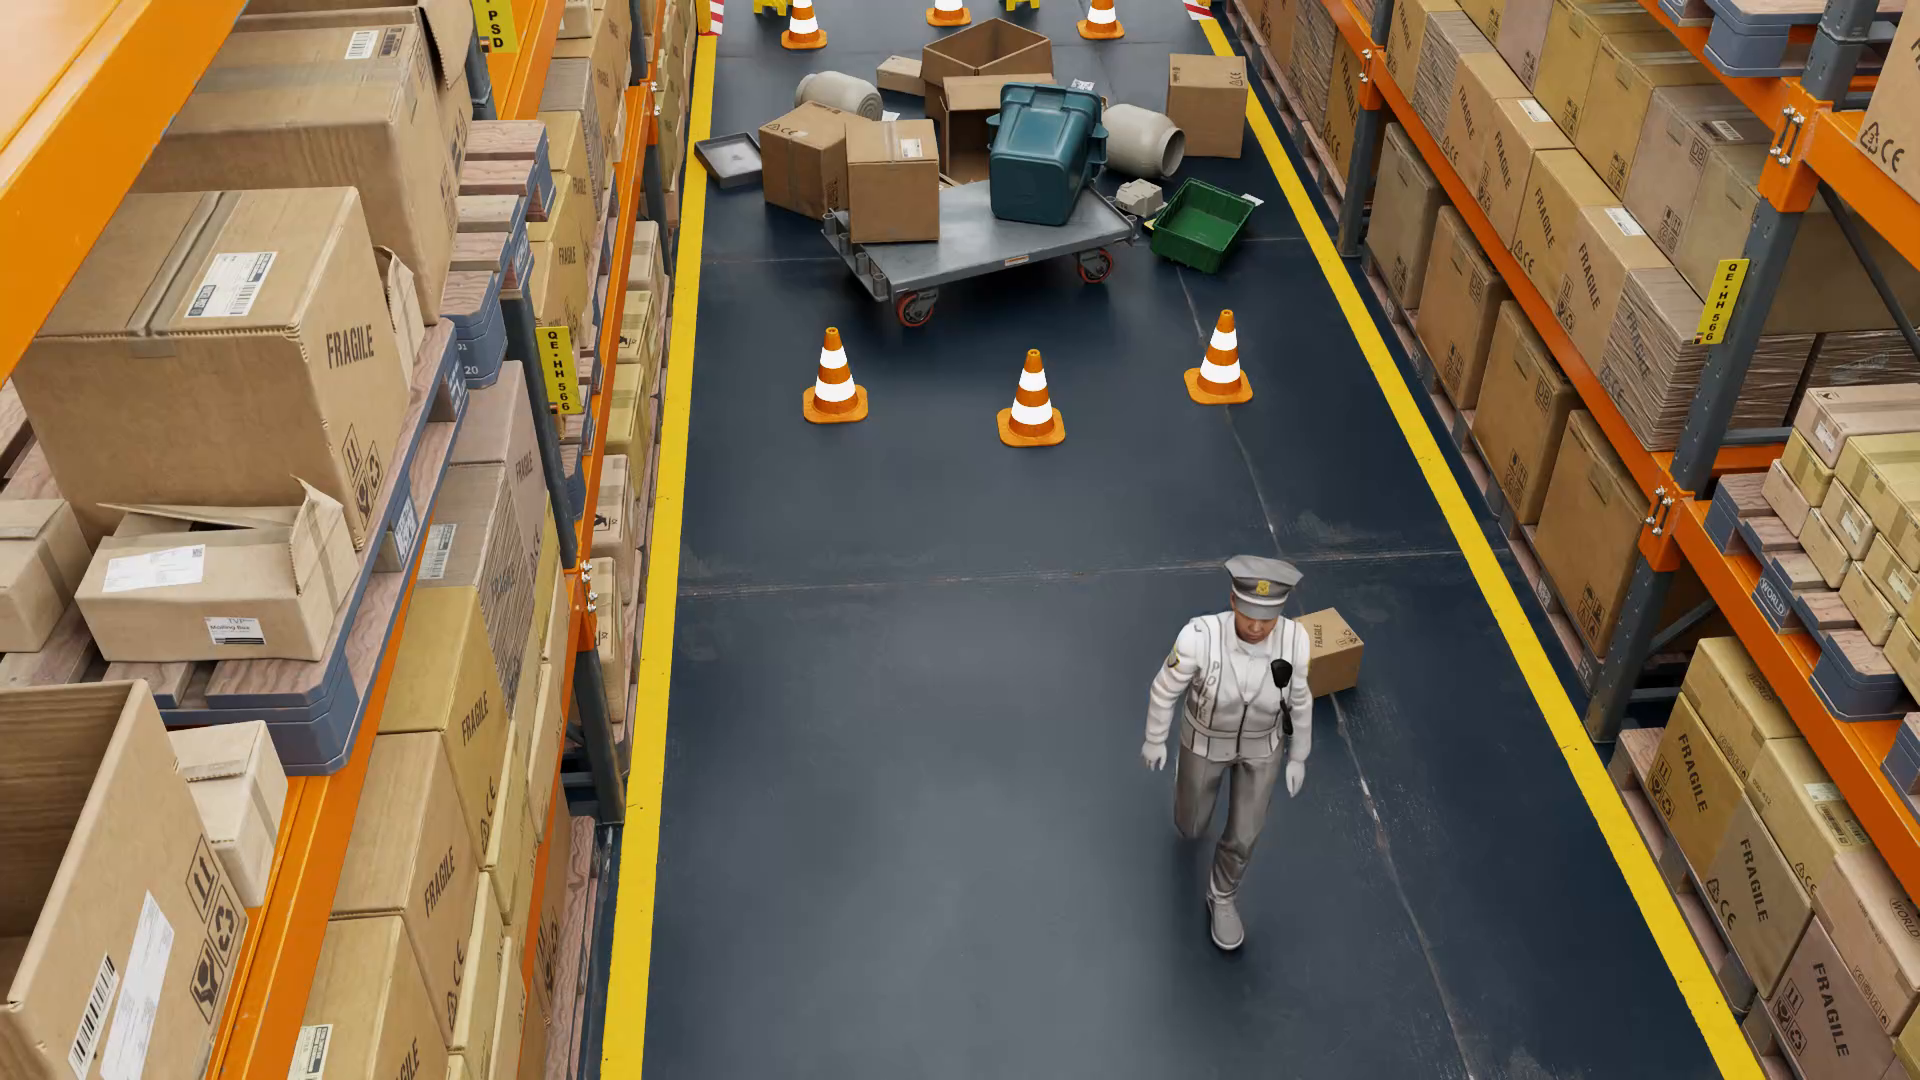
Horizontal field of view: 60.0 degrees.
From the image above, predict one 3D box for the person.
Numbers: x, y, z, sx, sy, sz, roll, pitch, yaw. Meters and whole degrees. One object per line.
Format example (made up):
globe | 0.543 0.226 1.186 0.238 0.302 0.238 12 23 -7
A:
person | 0.913 0.642 5.763 0.566 1.651 0.688 0 39 0
